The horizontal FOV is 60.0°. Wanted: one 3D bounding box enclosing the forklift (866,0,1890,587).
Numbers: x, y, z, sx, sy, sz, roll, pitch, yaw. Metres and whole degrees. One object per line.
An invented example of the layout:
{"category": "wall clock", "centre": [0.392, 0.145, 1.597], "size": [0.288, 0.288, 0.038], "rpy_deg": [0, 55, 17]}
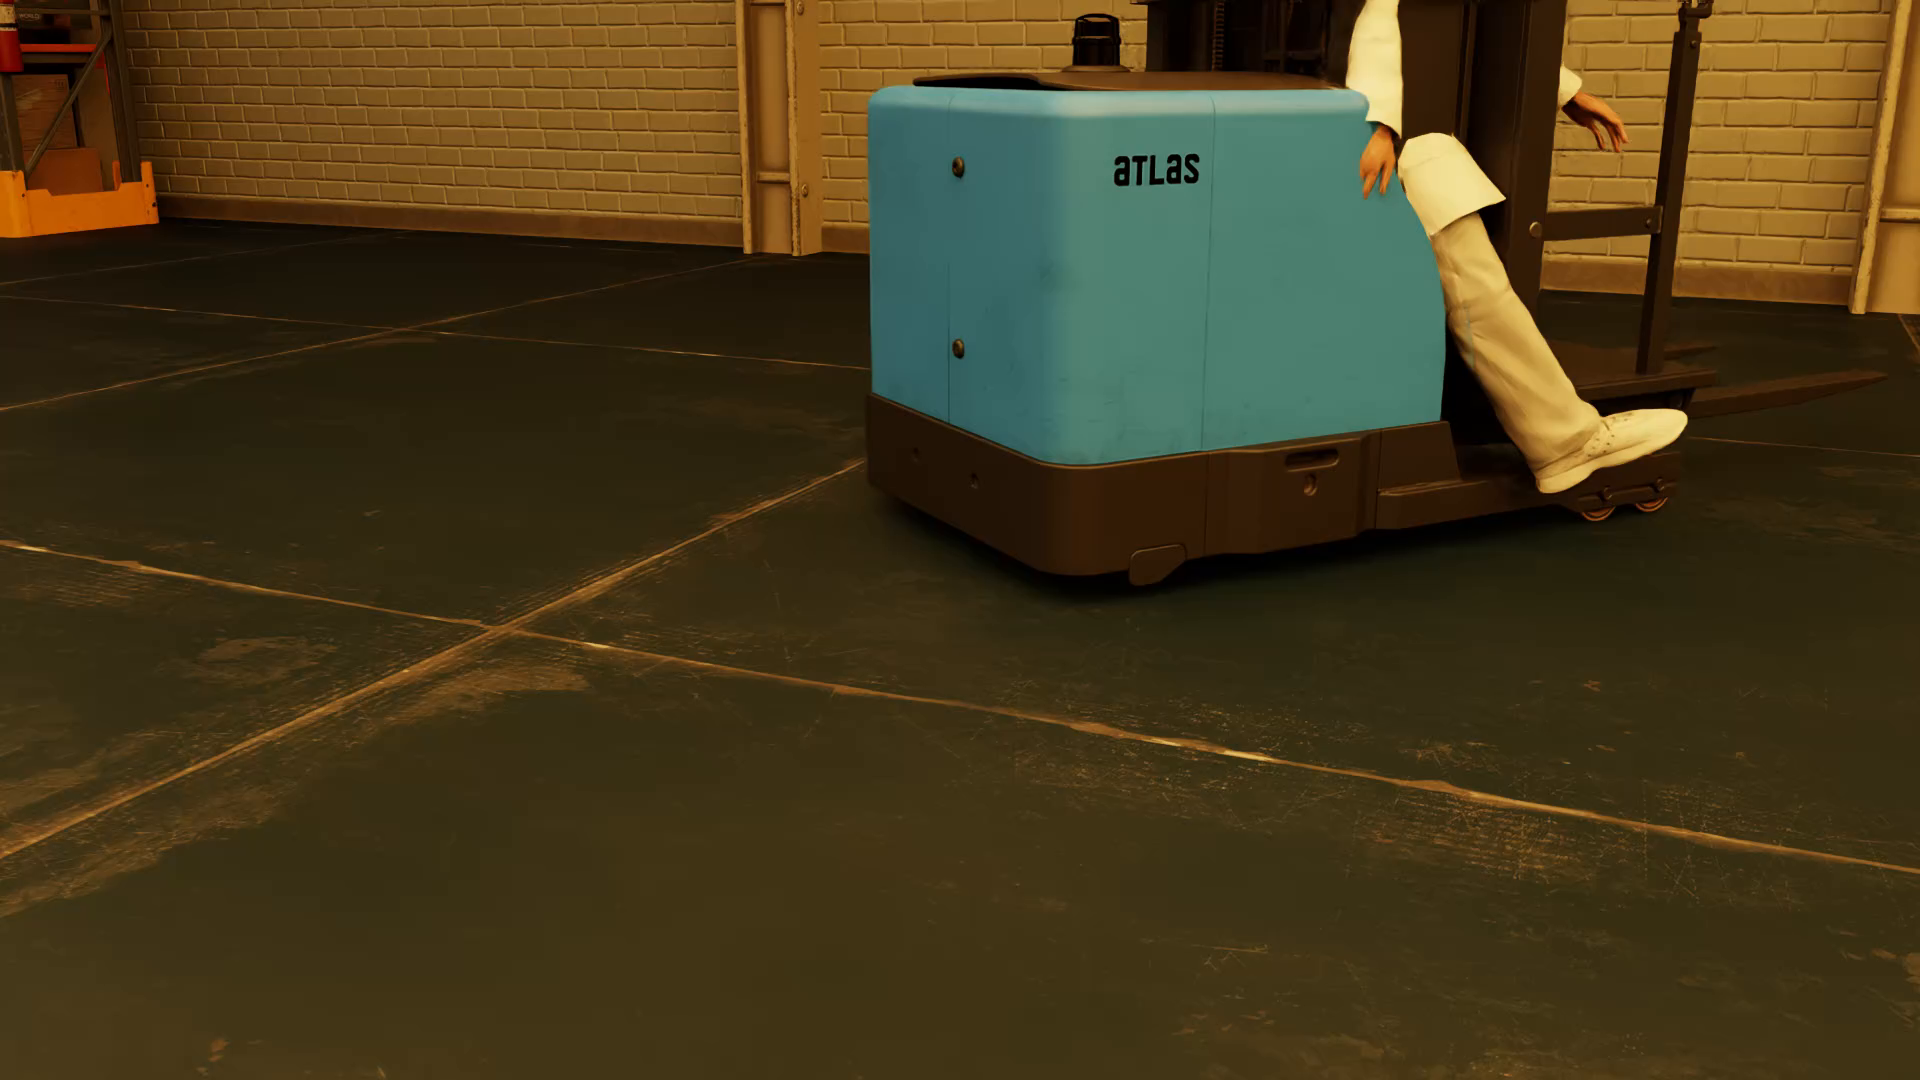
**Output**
{"category": "forklift", "centre": [1.304, -1.576, 4.263], "size": [3.031, 2.935, 1.130], "rpy_deg": [-8, 18, -27]}

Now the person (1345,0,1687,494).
{"category": "person", "centre": [1.227, -0.951, 3.964], "size": [1.065, 1.643, 0.887], "rpy_deg": [6, 17, 19]}
